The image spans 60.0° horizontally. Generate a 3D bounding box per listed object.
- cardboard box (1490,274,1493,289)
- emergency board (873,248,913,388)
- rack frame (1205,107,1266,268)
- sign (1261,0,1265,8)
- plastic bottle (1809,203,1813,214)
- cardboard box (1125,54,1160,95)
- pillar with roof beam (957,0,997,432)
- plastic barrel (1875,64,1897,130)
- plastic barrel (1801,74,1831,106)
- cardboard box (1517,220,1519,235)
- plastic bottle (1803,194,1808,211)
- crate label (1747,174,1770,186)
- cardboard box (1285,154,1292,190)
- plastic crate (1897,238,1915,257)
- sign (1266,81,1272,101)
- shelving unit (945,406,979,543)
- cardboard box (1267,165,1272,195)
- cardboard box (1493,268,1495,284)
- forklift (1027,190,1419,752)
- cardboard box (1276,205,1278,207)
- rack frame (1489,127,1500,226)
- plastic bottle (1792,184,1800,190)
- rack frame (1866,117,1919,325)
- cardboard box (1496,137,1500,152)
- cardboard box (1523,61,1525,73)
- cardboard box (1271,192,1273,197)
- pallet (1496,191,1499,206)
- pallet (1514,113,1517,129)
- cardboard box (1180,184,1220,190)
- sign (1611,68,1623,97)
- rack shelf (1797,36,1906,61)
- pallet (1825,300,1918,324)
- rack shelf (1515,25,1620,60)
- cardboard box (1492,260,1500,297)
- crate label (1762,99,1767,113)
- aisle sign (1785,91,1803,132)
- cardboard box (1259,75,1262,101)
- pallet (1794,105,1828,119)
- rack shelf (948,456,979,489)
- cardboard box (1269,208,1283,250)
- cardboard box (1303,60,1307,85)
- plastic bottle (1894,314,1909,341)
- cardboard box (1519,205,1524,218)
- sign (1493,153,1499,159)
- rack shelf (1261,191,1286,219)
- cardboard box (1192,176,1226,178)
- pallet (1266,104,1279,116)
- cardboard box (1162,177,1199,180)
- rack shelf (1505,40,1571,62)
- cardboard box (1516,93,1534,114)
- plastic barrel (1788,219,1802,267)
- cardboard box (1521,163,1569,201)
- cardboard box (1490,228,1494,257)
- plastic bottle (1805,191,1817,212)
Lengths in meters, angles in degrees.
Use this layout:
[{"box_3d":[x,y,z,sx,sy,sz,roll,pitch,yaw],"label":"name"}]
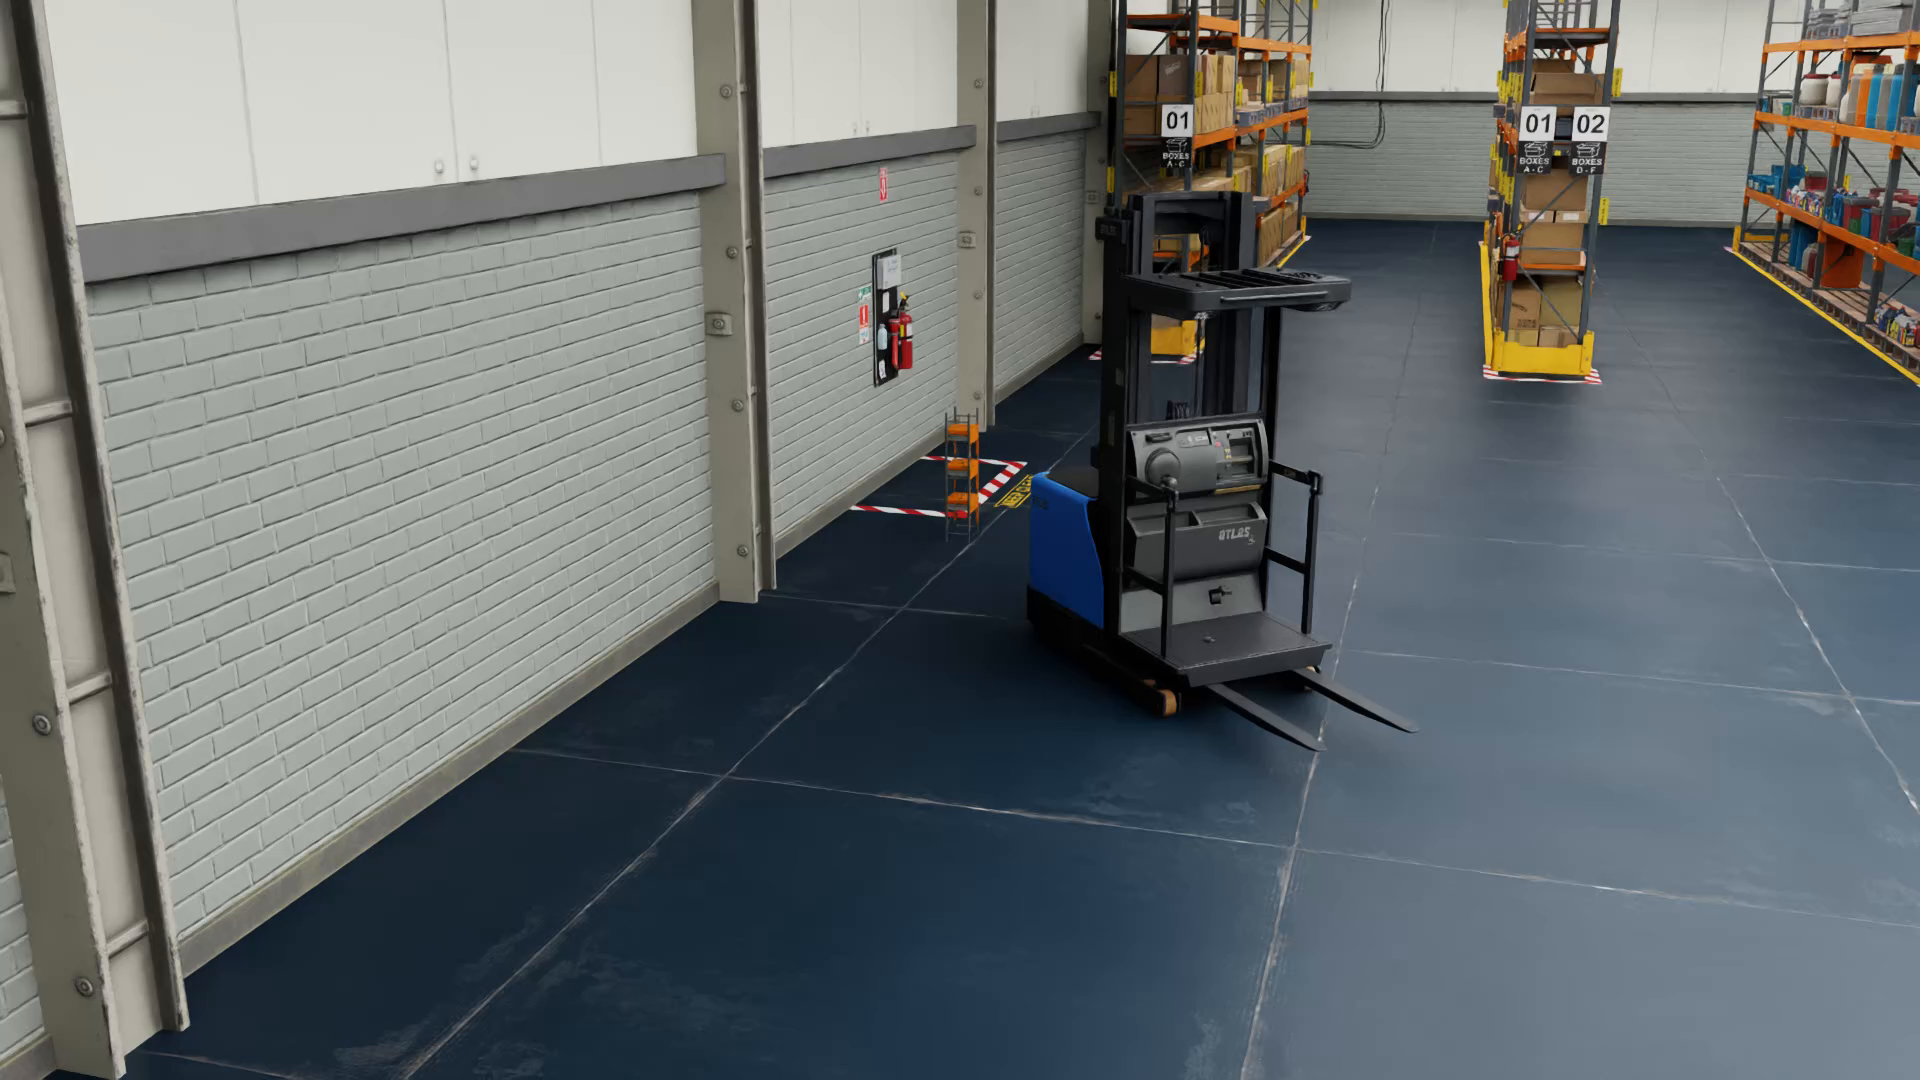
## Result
[{"box_3d":[8.812,-4.154,26.746,0.500,0.250,0.500,4,16,14],"label":"cardboard box"},{"box_3d":[-0.572,-1.984,14.827,0.194,1.169,0.643,5,16,16],"label":"emergency board"},{"box_3d":[4.776,-6.040,29.127,1.000,3.000,0.127,5,16,16],"label":"rack frame"},{"box_3d":[6.519,-11.589,35.696,0.100,0.325,0.005,5,16,16],"label":"sign"},{"box_3d":[14.262,-5.557,27.789,0.097,0.201,0.097,0,16,0],"label":"plastic bottle"},{"box_3d":[2.374,-6.062,21.655,0.500,0.500,0.500,5,17,18],"label":"cardboard box"},{"box_3d":[4.294,-5.180,15.101,9.100,9.000,0.400,5,16,16],"label":"pillar with roof beam"},{"box_3d":[13.260,-6.231,23.383,0.600,0.901,0.600,0,16,0],"label":"plastic barrel"},{"box_3d":[15.021,-7.911,29.206,0.433,0.535,0.433,0,16,0],"label":"plastic barrel"},{"box_3d":[7.980,-4.273,22.712,0.700,0.500,0.500,5,17,17],"label":"cardboard box"},{"box_3d":[14.396,-5.737,28.272,0.061,0.283,0.133,5,16,16],"label":"plastic bottle"},{"box_3d":[16.162,-7.274,33.675,0.416,0.233,0.303,5,16,16],"label":"crate label"},{"box_3d":[6.082,-7.372,33.272,0.980,0.700,0.700,5,17,17],"label":"cardboard box"},{"box_3d":[12.481,-3.790,21.583,0.450,0.188,0.662,5,16,16],"label":"plastic crate"},{"box_3d":[5.296,-7.689,28.497,0.100,0.325,0.005,5,16,16],"label":"sign"},{"box_3d":[0.015,-0.519,13.235,0.215,1.050,0.252,5,16,16],"label":"shelving unit"},{"box_3d":[5.317,-6.484,29.929,0.500,0.500,0.500,5,17,18],"label":"cardboard box"},{"box_3d":[8.372,-4.024,25.262,0.500,0.311,0.500,5,17,17],"label":"cardboard box"},{"box_3d":[1.527,-0.511,9.760,1.130,2.935,3.031,-7,17,-24],"label":"forklift"},{"box_3d":[6.575,-7.104,35.500,0.380,0.149,0.250,5,17,16],"label":"cardboard box"},{"box_3d":[11.800,-7.750,35.156,1.000,3.000,0.127,5,16,16],"label":"rack frame"},{"box_3d":[14.989,-6.217,29.842,0.144,0.351,0.185,5,16,16],"label":"plastic bottle"},{"box_3d":[13.138,-4.225,22.729,1.000,3.000,0.127,5,16,16],"label":"rack frame"},{"box_3d":[10.989,-7.783,33.255,0.500,0.500,0.500,4,16,15],"label":"cardboard box"},{"box_3d":[9.946,-8.010,28.559,0.500,0.500,0.500,5,16,16],"label":"cardboard box"},{"box_3d":[5.685,-6.536,31.299,0.380,0.149,0.250,4,16,14],"label":"cardboard box"},{"box_3d":[10.075,-6.074,29.598,1.003,0.211,1.213,5,16,16],"label":"pallet"},{"box_3d":[8.172,-5.786,22.896,1.003,0.211,1.213,5,16,16],"label":"pallet"},{"box_3d":[3.364,-4.746,23.429,0.500,0.500,0.500,5,17,18],"label":"cardboard box"},{"box_3d":[7.783,-5.421,19.701,0.100,0.325,0.005,5,16,16],"label":"sign"},{"box_3d":[14.843,-8.143,27.598,1.077,0.370,4.000,5,16,16],"label":"rack shelf"},{"box_3d":[13.669,-3.412,24.974,1.003,0.211,1.213,5,16,16],"label":"pallet"},{"box_3d":[7.821,-6.435,21.576,1.077,0.370,4.000,5,16,16],"label":"rack shelf"},{"box_3d":[7.958,-3.753,23.960,0.500,0.500,0.500,5,16,16],"label":"cardboard box"},{"box_3d":[15.976,-8.520,32.646,0.408,0.251,0.502,5,16,16],"label":"crate label"},{"box_3d":[16.849,-8.612,33.429,0.394,0.787,0.004,5,16,16],"label":"aisle sign"},{"box_3d":[5.129,-8.161,30.117,0.700,0.500,0.500,6,17,19],"label":"cardboard box"},{"box_3d":[15.282,-7.458,28.975,1.213,0.211,1.003,5,16,16],"label":"pallet"},{"box_3d":[0.015,-0.509,13.238,0.215,0.259,0.240,5,16,16],"label":"rack shelf"},{"box_3d":[5.853,-6.074,32.418,0.750,0.750,0.750,5,17,17],"label":"cardboard box"},{"box_3d":[6.950,-9.772,34.736,0.500,0.500,0.500,5,17,18],"label":"cardboard box"},{"box_3d":[12.283,-2.774,21.662,0.144,0.351,0.185,5,17,18],"label":"plastic bottle"},{"box_3d":[7.324,-4.174,21.177,0.380,0.149,0.250,4,16,15],"label":"cardboard box"},{"box_3d":[10.141,-7.160,31.489,0.100,0.325,0.005,5,16,16],"label":"sign"},{"box_3d":[5.344,-6.217,31.070,1.077,0.370,4.000,5,16,16],"label":"rack shelf"},{"box_3d":[3.816,-5.384,25.824,0.700,0.500,0.500,5,16,16],"label":"cardboard box"},{"box_3d":[5.223,-7.858,30.385,1.003,0.211,1.213,5,17,18],"label":"pallet"},{"box_3d":[3.305,-5.185,24.977,0.500,0.500,0.500,4,16,15],"label":"cardboard box"},{"box_3d":[10.095,-8.528,28.955,1.077,0.370,4.000,5,16,16],"label":"rack shelf"},{"box_3d":[7.327,-5.526,21.066,0.500,0.250,0.500,5,16,16],"label":"cardboard box"},{"box_3d":[15.240,-5.370,29.840,0.600,0.901,0.708,5,16,16],"label":"plastic barrel"},{"box_3d":[7.700,-4.641,21.634,0.700,0.500,0.500,5,16,16],"label":"cardboard box"},{"box_3d":[10.292,-5.605,31.367,0.500,0.500,0.500,4,16,13],"label":"cardboard box"},{"box_3d":[14.390,-5.724,28.105,0.144,0.351,0.185,5,16,16],"label":"plastic bottle"}]
